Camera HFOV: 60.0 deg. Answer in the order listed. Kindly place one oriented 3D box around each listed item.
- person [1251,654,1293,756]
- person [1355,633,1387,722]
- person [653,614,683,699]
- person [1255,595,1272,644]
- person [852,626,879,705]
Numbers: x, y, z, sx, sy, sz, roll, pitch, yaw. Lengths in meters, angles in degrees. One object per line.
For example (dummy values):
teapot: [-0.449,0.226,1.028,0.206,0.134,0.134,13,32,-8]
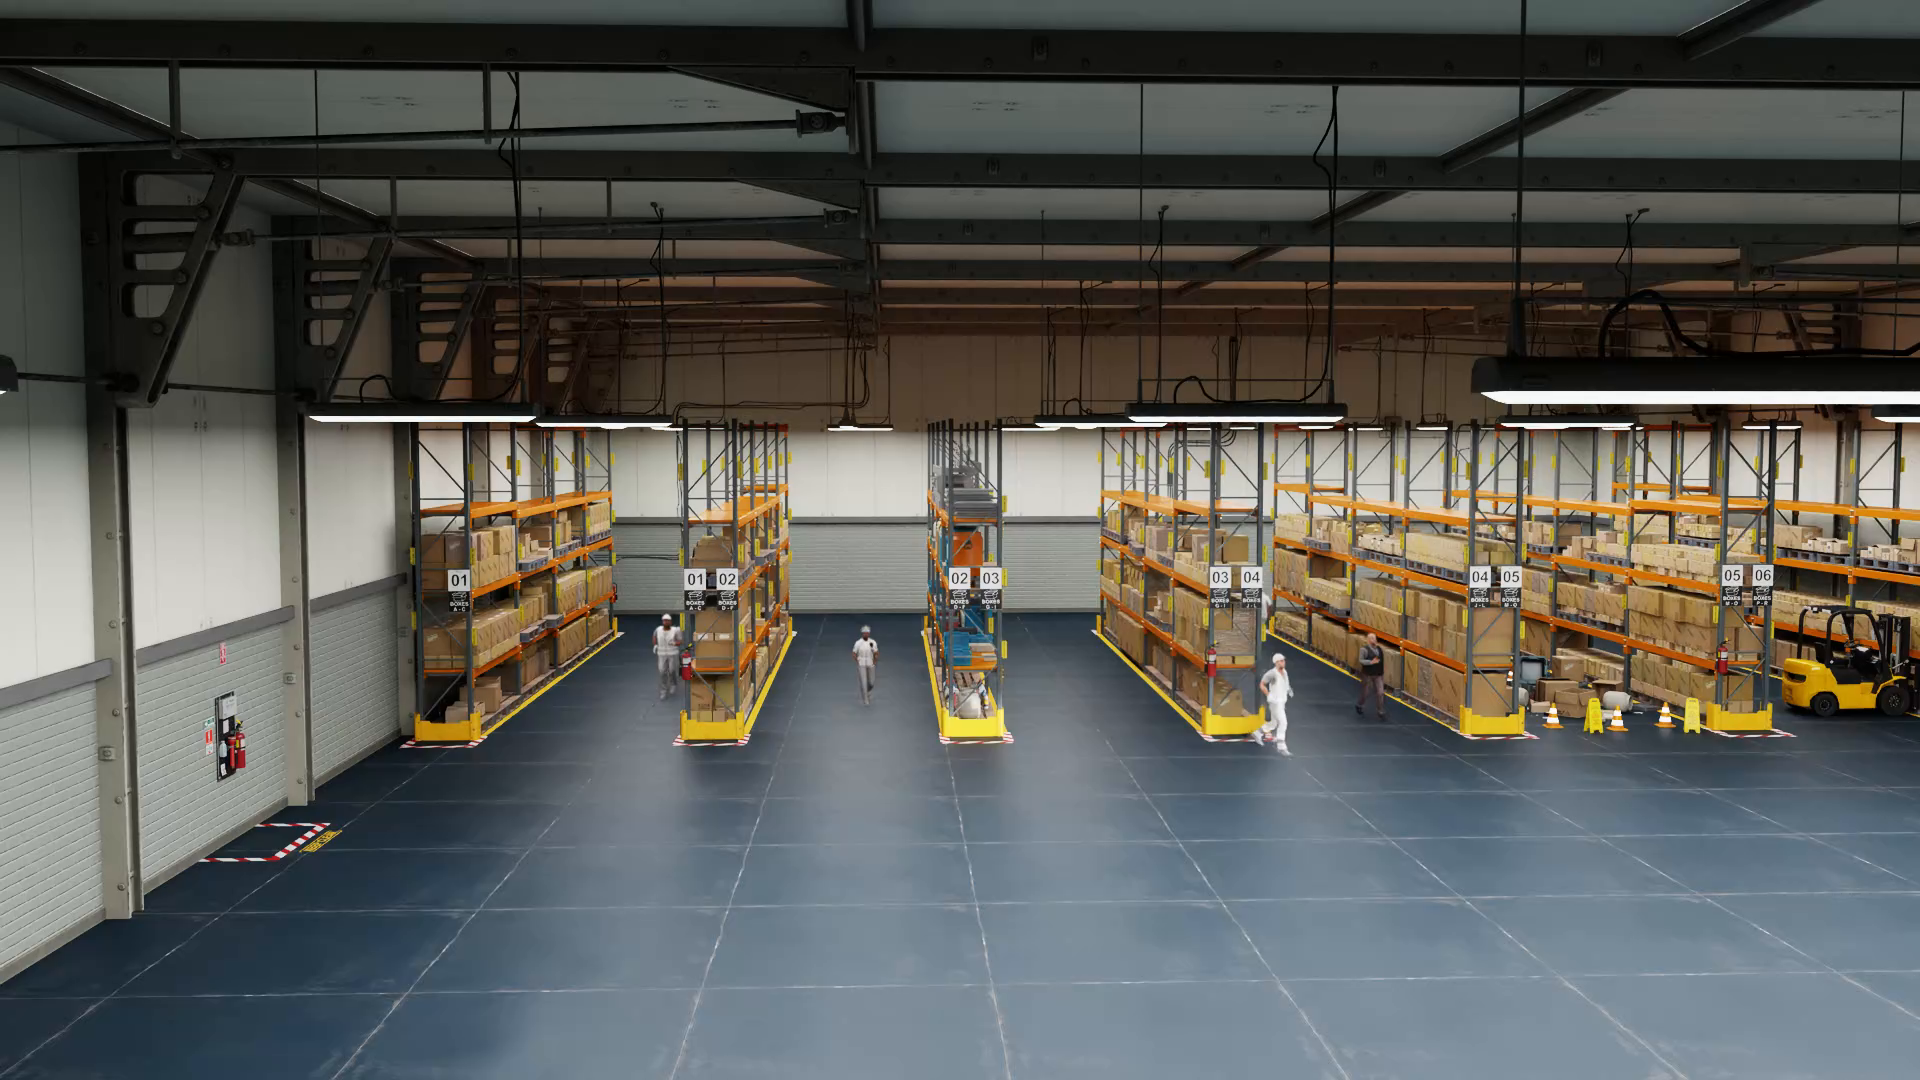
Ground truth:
person: [5.620,2.924,29.805,0.859,1.812,0.656,3,5,40]
person: [8.232,2.713,33.190,0.655,1.710,0.969,-1,4,-14]
person: [-6.332,2.497,35.998,0.674,1.786,0.901,0,4,-2]
person: [7.905,2.054,43.951,0.693,1.733,0.562,0,4,4]
person: [-2.001,2.642,35.195,0.574,1.649,0.586,-1,4,-9]
